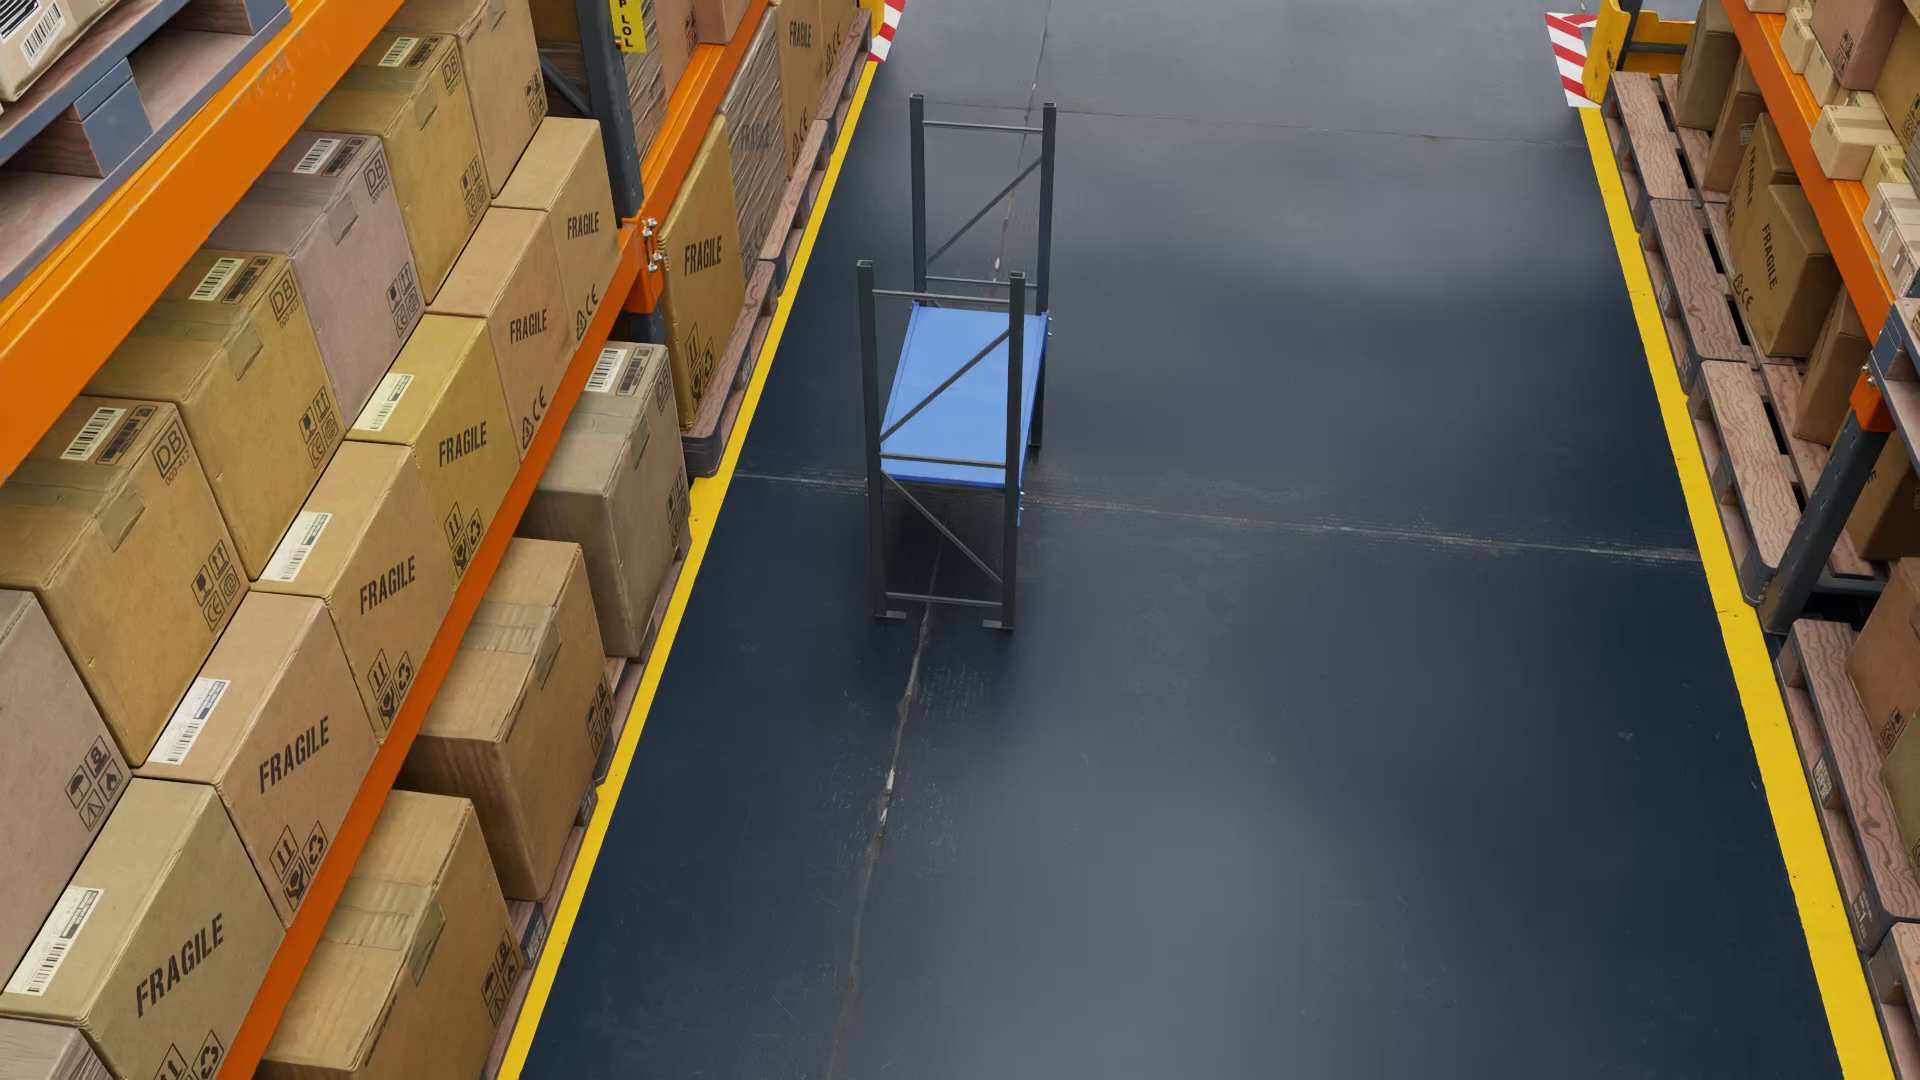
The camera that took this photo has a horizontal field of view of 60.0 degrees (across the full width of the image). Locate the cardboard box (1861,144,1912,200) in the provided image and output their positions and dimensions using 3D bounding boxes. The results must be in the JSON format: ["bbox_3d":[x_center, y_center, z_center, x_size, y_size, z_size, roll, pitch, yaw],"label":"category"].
[{"bbox_3d":[3.225,-1.166,5.483,0.380,0.149,0.250,5,44,6],"label":"cardboard box"}]

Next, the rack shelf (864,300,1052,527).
[{"bbox_3d":[0.011,-0.472,5.919,0.538,0.185,1.000,5,44,6],"label":"rack shelf"}]

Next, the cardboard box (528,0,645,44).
[{"bbox_3d":[-1.467,-1.964,5.249,0.875,0.550,0.550,5,44,6],"label":"cardboard box"}]

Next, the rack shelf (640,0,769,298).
[{"bbox_3d":[-1.286,-2.371,7.096,1.077,0.370,4.000,5,44,6],"label":"rack shelf"}]

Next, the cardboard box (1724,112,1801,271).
[{"bbox_3d":[3.636,-1.461,7.124,0.500,0.500,0.500,9,44,9],"label":"cardboard box"}]

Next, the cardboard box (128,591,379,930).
[{"bbox_3d":[-1.620,0.448,3.522,0.500,0.500,0.500,5,44,5],"label":"cardboard box"}]

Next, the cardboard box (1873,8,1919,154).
[{"bbox_3d":[3.575,-1.533,5.398,0.875,0.500,0.500,5,44,6],"label":"cardboard box"}]

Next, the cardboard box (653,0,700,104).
[{"bbox_3d":[-1.463,-1.953,6.022,0.875,0.550,0.550,5,44,6],"label":"cardboard box"}]

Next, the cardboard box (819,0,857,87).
[{"bbox_3d":[-1.045,-2.908,8.380,0.875,0.875,0.875,5,44,6],"label":"cardboard box"}]

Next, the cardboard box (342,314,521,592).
[{"bbox_3d":[-1.488,-0.237,4.246,0.500,0.500,0.500,6,44,6],"label":"cardboard box"}]

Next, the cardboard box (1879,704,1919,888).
[{"bbox_3d":[3.169,0.738,4.787,0.700,0.500,0.500,5,44,5],"label":"cardboard box"}]

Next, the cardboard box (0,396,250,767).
[{"bbox_3d":[-1.878,0.057,3.208,0.700,0.500,0.500,5,44,5],"label":"cardboard box"}]

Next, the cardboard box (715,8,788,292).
[{"bbox_3d":[-1.282,-1.687,7.090,0.875,0.875,0.875,6,44,6],"label":"cardboard box"}]

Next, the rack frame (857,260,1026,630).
[{"bbox_3d":[-0.056,-0.256,5.430,0.500,1.500,0.032,5,44,6],"label":"rack frame"}]

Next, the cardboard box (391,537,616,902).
[{"bbox_3d":[-1.674,0.483,4.889,1.050,0.750,0.750,5,44,6],"label":"cardboard box"}]

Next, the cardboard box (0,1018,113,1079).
[{"bbox_3d":[-1.752,1.139,2.793,0.500,0.500,0.500,6,44,6],"label":"cardboard box"}]

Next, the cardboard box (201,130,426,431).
[{"bbox_3d":[-1.743,-0.635,3.939,0.700,0.500,0.500,6,44,6],"label":"cardboard box"}]

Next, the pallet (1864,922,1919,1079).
[{"bbox_3d":[3.093,1.627,4.378,1.003,0.211,1.213,5,44,6],"label":"pallet"}]

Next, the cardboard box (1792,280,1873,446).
[{"bbox_3d":[3.514,-0.655,6.272,0.500,0.500,0.500,19,46,19],"label":"cardboard box"}]

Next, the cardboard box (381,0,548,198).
[{"bbox_3d":[-1.610,-1.330,4.673,0.700,0.500,0.500,5,44,5],"label":"cardboard box"}]

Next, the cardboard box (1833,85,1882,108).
[{"bbox_3d":[3.311,-1.505,5.841,0.380,0.149,0.250,5,44,6],"label":"cardboard box"}]

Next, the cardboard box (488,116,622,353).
[{"bbox_3d":[-1.354,-0.926,4.973,0.500,0.500,0.500,5,44,5],"label":"cardboard box"}]

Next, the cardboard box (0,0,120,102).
[{"bbox_3d":[-1.631,-0.954,2.581,0.500,0.311,0.500,5,44,5],"label":"cardboard box"}]

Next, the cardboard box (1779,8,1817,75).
[{"bbox_3d":[3.303,-1.853,6.208,0.380,0.149,0.250,5,44,6],"label":"cardboard box"}]

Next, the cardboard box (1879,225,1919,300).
[{"bbox_3d":[3.090,-0.832,5.130,0.380,0.149,0.250,5,44,6],"label":"cardboard box"}]

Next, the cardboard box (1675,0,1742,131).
[{"bbox_3d":[3.783,-2.297,8.006,0.500,0.500,0.500,13,45,13],"label":"cardboard box"}]

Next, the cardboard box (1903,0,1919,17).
[{"bbox_3d":[3.205,-1.930,5.090,0.500,0.500,0.500,5,44,6],"label":"cardboard box"}]

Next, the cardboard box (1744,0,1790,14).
[{"bbox_3d":[3.313,-2.199,6.573,0.380,0.149,0.250,5,44,6],"label":"cardboard box"}]

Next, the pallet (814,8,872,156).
[{"bbox_3d":[-1.049,-2.431,8.664,1.003,0.211,1.213,5,44,6],"label":"pallet"}]

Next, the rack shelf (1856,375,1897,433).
[{"bbox_3d":[3.089,0.874,3.668,1.077,0.370,4.000,5,44,6],"label":"rack shelf"}]

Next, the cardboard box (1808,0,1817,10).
[{"bbox_3d":[3.648,-2.220,6.124,0.875,0.500,0.500,5,44,6],"label":"cardboard box"}]

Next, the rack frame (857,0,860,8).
[{"bbox_3d":[-1.021,-3.996,8.288,1.000,3.000,0.127,5,44,6],"label":"rack frame"}]

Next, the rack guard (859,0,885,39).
[{"bbox_3d":[-1.018,-3.104,9.165,1.175,0.500,0.348,5,44,6],"label":"rack guard"}]

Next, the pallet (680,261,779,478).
[{"bbox_3d":[-1.372,-0.768,6.908,1.003,0.211,1.213,5,44,6],"label":"pallet"}]

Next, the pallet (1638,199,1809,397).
[{"bbox_3d":[3.566,-1.032,7.186,1.003,0.211,1.213,5,44,6],"label":"pallet"}]

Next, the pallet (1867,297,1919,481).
[{"bbox_3d":[3.108,-0.173,4.390,1.003,0.211,1.213,5,44,6],"label":"pallet"}]

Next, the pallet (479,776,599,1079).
[{"bbox_3d":[-1.736,1.110,4.925,1.003,0.211,1.213,5,44,6],"label":"pallet"}]

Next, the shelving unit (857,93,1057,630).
[{"bbox_3d":[0.011,-0.603,5.796,0.538,1.500,1.048,5,44,6],"label":"shelving unit"}]

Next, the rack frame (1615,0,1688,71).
[{"bbox_3d":[3.882,-3.476,7.739,1.000,3.000,0.127,5,44,6],"label":"rack frame"}]
